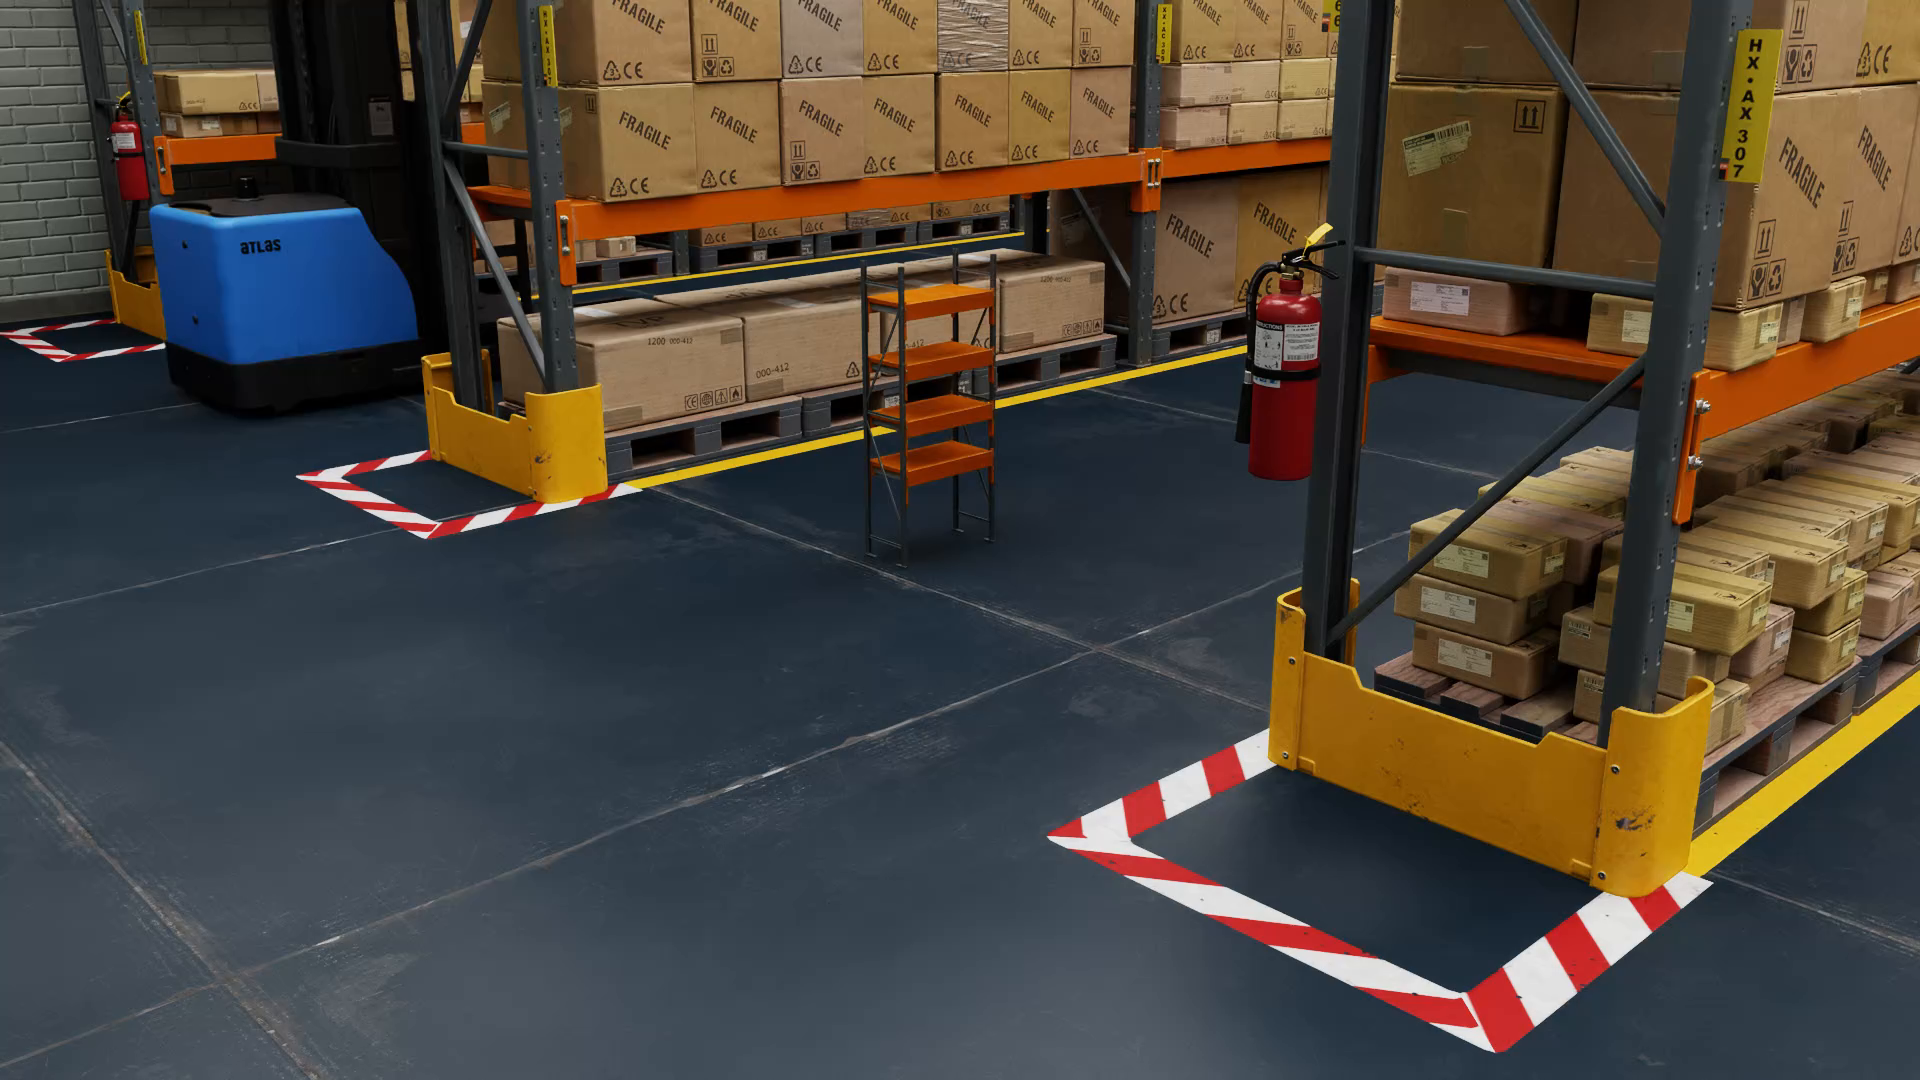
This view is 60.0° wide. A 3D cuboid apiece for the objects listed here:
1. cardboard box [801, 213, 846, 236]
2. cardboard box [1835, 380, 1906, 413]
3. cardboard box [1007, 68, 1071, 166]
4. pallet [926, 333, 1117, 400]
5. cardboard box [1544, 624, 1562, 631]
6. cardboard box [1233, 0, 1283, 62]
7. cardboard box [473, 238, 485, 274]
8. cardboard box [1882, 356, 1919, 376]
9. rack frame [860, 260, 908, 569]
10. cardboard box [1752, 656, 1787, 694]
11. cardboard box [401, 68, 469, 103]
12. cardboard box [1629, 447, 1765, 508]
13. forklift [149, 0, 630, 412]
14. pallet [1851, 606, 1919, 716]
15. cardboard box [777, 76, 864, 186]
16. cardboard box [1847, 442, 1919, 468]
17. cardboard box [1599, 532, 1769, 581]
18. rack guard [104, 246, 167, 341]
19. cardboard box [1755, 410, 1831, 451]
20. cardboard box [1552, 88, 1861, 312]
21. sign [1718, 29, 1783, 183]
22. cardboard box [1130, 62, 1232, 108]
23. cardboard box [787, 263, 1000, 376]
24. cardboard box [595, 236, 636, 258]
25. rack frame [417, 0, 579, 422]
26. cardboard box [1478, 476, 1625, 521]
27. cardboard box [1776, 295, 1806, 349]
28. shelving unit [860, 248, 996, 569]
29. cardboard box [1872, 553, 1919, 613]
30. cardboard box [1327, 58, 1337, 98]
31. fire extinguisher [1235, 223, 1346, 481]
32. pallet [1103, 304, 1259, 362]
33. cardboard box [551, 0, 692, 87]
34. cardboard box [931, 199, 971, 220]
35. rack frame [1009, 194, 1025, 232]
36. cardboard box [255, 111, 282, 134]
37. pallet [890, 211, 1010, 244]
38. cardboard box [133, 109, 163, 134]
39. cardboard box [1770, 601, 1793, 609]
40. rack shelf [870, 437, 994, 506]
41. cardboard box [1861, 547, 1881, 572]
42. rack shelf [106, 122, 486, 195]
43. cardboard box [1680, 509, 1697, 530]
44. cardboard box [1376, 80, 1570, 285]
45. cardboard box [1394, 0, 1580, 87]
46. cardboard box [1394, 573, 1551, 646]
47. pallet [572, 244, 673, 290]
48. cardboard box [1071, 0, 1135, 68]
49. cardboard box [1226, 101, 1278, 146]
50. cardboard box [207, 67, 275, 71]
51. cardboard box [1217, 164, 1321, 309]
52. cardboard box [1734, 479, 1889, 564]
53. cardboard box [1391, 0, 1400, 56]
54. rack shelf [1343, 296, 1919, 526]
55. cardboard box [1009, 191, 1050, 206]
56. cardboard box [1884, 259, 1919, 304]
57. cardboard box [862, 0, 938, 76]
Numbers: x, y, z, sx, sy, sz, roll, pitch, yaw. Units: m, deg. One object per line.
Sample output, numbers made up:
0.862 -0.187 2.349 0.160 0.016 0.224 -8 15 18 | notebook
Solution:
-1.364 -2.995 14.731 0.500 0.500 0.500 17 25 42 | cardboard box
3.638 -0.568 6.850 0.250 0.149 0.380 -15 23 -38 | cardboard box
0.265 -2.383 9.308 0.500 0.500 0.500 -17 25 -42 | cardboard box
0.191 -1.131 10.130 1.213 0.211 1.003 -16 24 -41 | pallet
1.721 0.256 5.274 0.250 0.149 0.380 -15 23 -39 | cardboard box
1.665 -3.267 10.414 0.500 0.500 0.500 -16 24 -41 | cardboard box
-3.912 -2.246 12.420 0.500 0.500 0.500 -16 24 -40 | cardboard box
4.636 -0.737 7.766 0.500 0.500 0.500 -17 24 -42 | cardboard box
-0.298 -0.484 6.532 0.015 1.200 0.240 -16 24 -41 | rack frame
2.275 0.324 5.064 0.250 0.149 0.380 -16 24 -40 | cardboard box
-3.919 -3.299 12.057 0.500 0.250 0.500 -17 25 -42 | cardboard box
2.555 -0.226 5.794 0.380 0.149 0.250 17 25 42 | cardboard box
-3.140 -2.460 9.821 3.031 2.935 1.130 -17 25 -42 | forklift
2.921 0.224 5.953 1.213 0.211 1.003 -16 24 -41 | pallet
-0.833 -2.055 8.298 0.500 0.500 0.500 -16 24 -41 | cardboard box
3.294 -0.213 5.755 0.380 0.149 0.250 17 24 42 | cardboard box
2.097 0.088 4.827 0.250 0.149 0.380 -16 24 -40 | cardboard box
-5.467 -1.692 11.392 0.348 0.500 1.175 -16 24 -41 | rack guard
3.073 -0.407 6.354 0.250 0.149 0.380 -16 24 -40 | cardboard box
1.881 -0.888 4.214 0.500 0.500 0.500 -15 23 -38 | cardboard box
1.738 -0.956 3.665 0.005 0.325 0.100 -16 24 -41 | sign
1.310 -2.797 10.181 0.500 0.250 0.500 17 25 42 | cardboard box
-0.383 -1.283 9.552 0.875 0.438 0.875 17 25 42 | cardboard box
-2.819 -2.372 13.379 0.380 0.149 0.250 17 25 42 | cardboard box
-2.110 -1.753 7.529 0.127 3.000 1.000 -16 24 -41 | rack frame
1.898 -0.085 5.359 0.250 0.149 0.380 -17 25 -42 | cardboard box
1.982 -0.604 4.392 0.250 0.149 0.380 -15 23 -39 | cardboard box
-0.120 -0.536 6.691 0.503 1.200 0.258 -16 24 -41 | shelving unit
3.080 0.121 5.690 0.250 0.149 0.380 -16 24 -41 | cardboard box
2.421 -3.123 11.185 0.500 0.250 0.500 17 25 42 | cardboard box
0.865 -0.501 4.397 0.183 0.674 0.296 -16 24 -41 | fire extinguisher
1.306 -1.455 11.129 1.213 0.211 1.003 -16 24 -41 | pallet
-1.565 -2.314 7.476 0.500 0.500 0.500 -17 25 -42 | cardboard box
-0.240 -3.329 15.761 0.500 0.500 0.500 -17 24 -42 | cardboard box
0.290 -4.560 16.185 0.127 3.000 1.000 -16 24 -41 | rack frame
-4.775 -2.881 11.415 0.250 0.149 0.380 -17 24 -42 | cardboard box
-0.278 -3.084 16.154 1.213 0.211 1.003 -16 24 -41 | pallet
-5.466 -2.876 11.398 0.250 0.149 0.380 -17 24 -41 | cardboard box
2.277 0.179 5.028 0.250 0.149 0.380 -16 24 -40 | cardboard box
-0.120 -0.283 6.773 0.480 0.148 0.258 -16 24 -41 | rack shelf
2.834 0.005 5.566 0.250 0.149 0.380 -15 23 -38 | cardboard box
-4.069 -2.946 12.375 4.000 0.370 1.077 -16 24 -41 | rack shelf
2.296 -0.049 5.733 0.250 0.149 0.380 -16 24 -40 | cardboard box
1.514 -1.007 4.584 0.500 0.500 0.500 -16 24 -40 | cardboard box
1.526 -1.483 4.429 0.500 0.500 0.500 -17 24 -42 | cardboard box
1.552 0.174 5.044 0.250 0.149 0.380 -17 25 -42 | cardboard box
-3.116 -2.241 13.553 1.213 0.211 1.003 -16 24 -41 | pallet
0.644 -2.962 9.474 0.500 0.500 0.500 -17 24 -41 | cardboard box
1.673 -2.674 10.610 0.500 0.250 0.500 -17 25 -42 | cardboard box
-4.995 -3.201 11.755 0.500 0.250 0.500 -16 24 -41 | cardboard box
1.843 -2.132 11.462 0.875 0.875 0.875 -15 23 -39 | cardboard box
2.699 -0.065 5.297 0.250 0.149 0.380 -15 23 -39 | cardboard box
2.775 -3.589 11.408 0.500 0.500 0.500 -16 24 -41 | cardboard box
2.818 -0.747 5.591 4.000 0.370 1.077 -16 24 -41 | rack shelf
0.753 -3.759 16.885 0.625 0.625 0.875 -15 23 -39 | cardboard box
2.721 -0.833 5.097 0.250 0.149 0.380 -17 24 -42 | cardboard box
-0.464 -2.642 8.487 0.500 0.500 0.500 -16 24 -41 | cardboard box
